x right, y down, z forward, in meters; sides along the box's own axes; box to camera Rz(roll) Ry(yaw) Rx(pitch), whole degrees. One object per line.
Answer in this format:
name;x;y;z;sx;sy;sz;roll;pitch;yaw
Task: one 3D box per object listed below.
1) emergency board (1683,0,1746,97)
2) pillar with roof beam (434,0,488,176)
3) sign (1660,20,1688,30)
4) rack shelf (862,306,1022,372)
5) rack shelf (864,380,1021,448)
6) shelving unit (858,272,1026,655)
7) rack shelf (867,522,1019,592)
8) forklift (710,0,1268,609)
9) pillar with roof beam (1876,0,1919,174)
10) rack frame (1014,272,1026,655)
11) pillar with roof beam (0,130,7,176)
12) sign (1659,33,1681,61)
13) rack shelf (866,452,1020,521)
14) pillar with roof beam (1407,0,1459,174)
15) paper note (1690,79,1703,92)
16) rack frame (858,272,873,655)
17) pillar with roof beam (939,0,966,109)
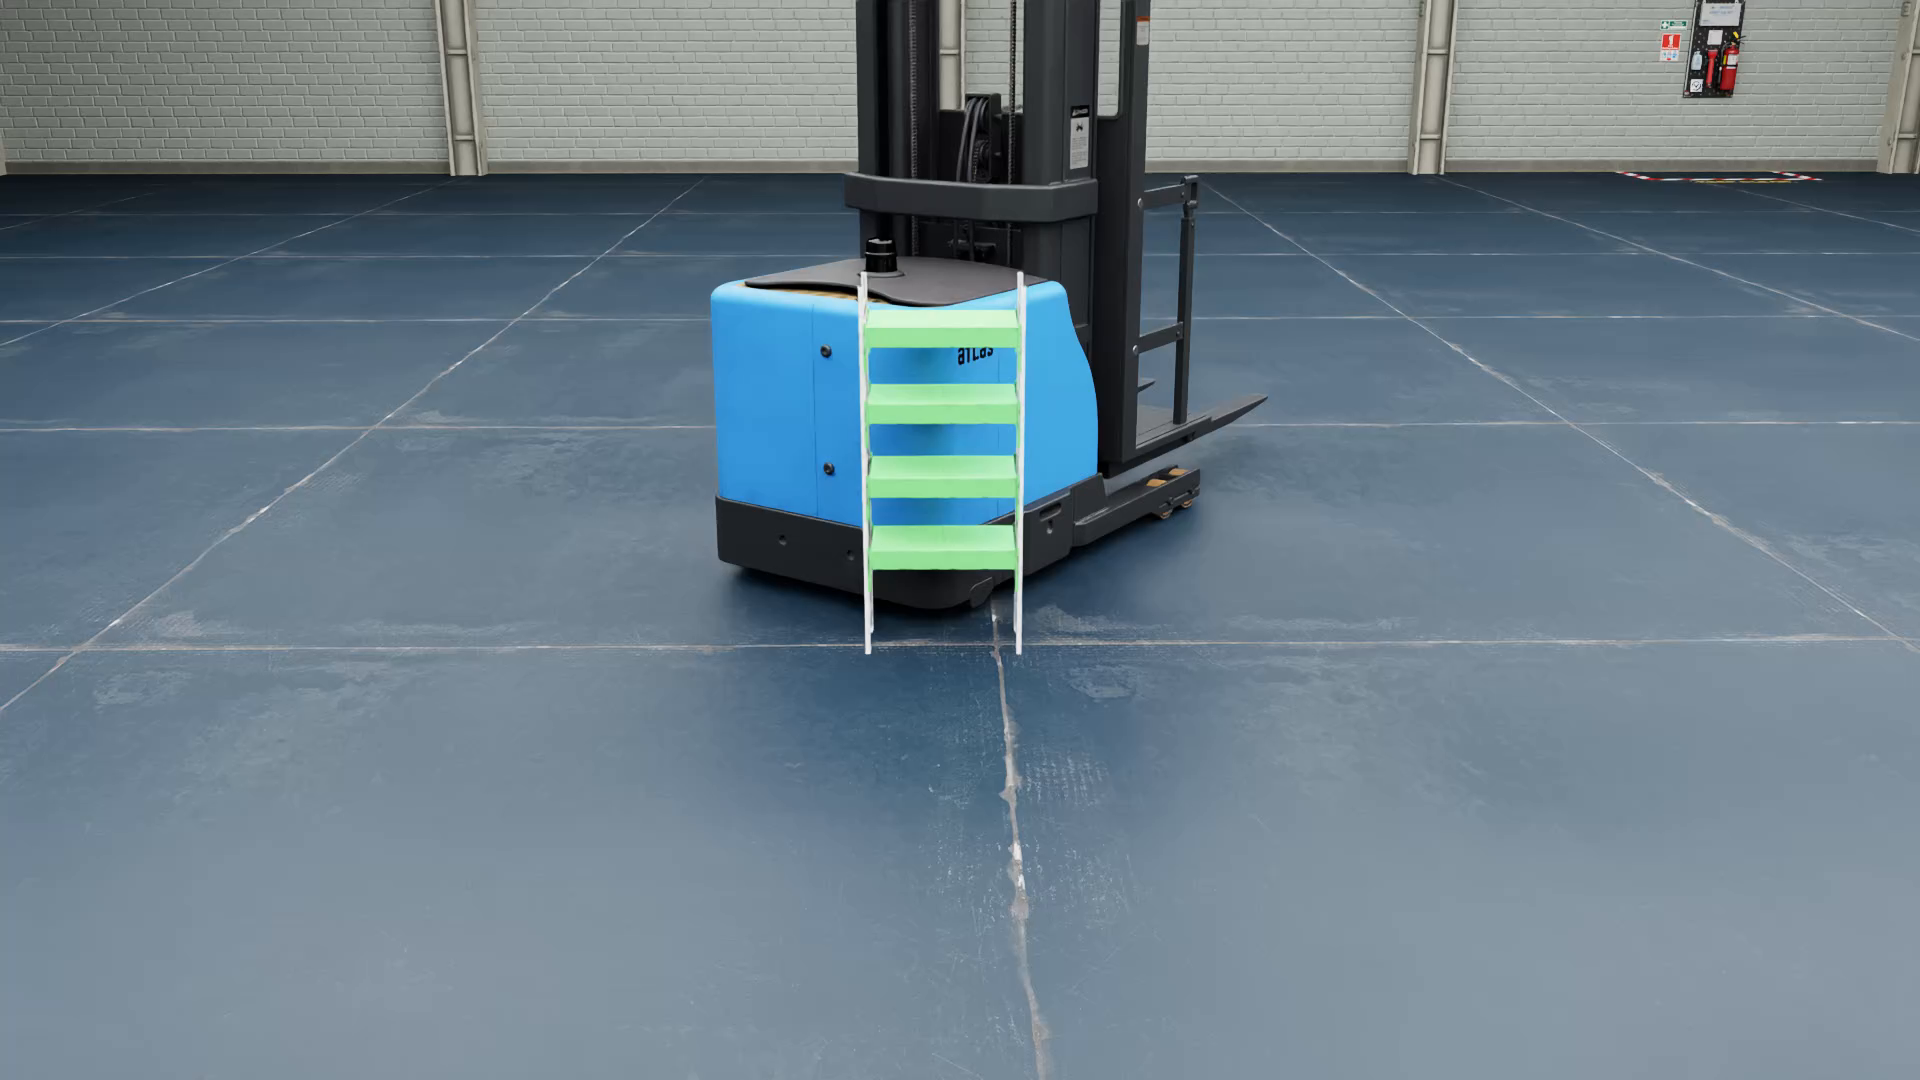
emergency board;9.394;-6.085;20.606;0.643;1.169;0.194;0;18;-1
pillar with roof beam;-6.065;-7.540;15.321;0.400;9.000;9.100;0;18;-1
sign;8.844;-6.381;20.601;0.331;0.109;0.001;0;18;-1
rack shelf;-0.055;-0.623;5.148;0.480;0.148;0.258;0;20;0
rack shelf;-0.055;-0.398;5.231;0.480;0.148;0.258;0;20;0
shelving unit;-0.055;-0.233;5.291;0.503;1.200;0.258;0;20;0
rack shelf;-0.055;0.052;5.396;0.480;0.148;0.258;0;20;0
forklift;0.353;-1.554;6.593;1.130;2.935;3.031;12;21;32
pillar with roof beam;11.933;-7.627;15.592;0.400;9.000;9.100;0;18;-1
rack frame;0.189;-0.234;5.293;0.015;1.200;0.240;0;20;0
pillar with roof beam;-12.064;-7.511;15.231;0.400;9.000;9.100;0;18;-1
sign;8.839;-6.131;20.691;0.234;0.329;0.001;0;18;-1
rack shelf;-0.055;-0.173;5.313;0.480;0.148;0.258;0;20;0
pillar with roof beam;5.934;-7.598;15.502;0.400;9.000;9.100;0;18;-1
paper note;9.215;-5.686;20.804;0.142;0.148;0.016;0;18;-1
rack frame;-0.299;-0.232;5.290;0.015;1.200;0.240;0;20;0
pillar with roof beam;-0.065;-7.569;15.411;0.400;9.000;9.100;0;18;-1
